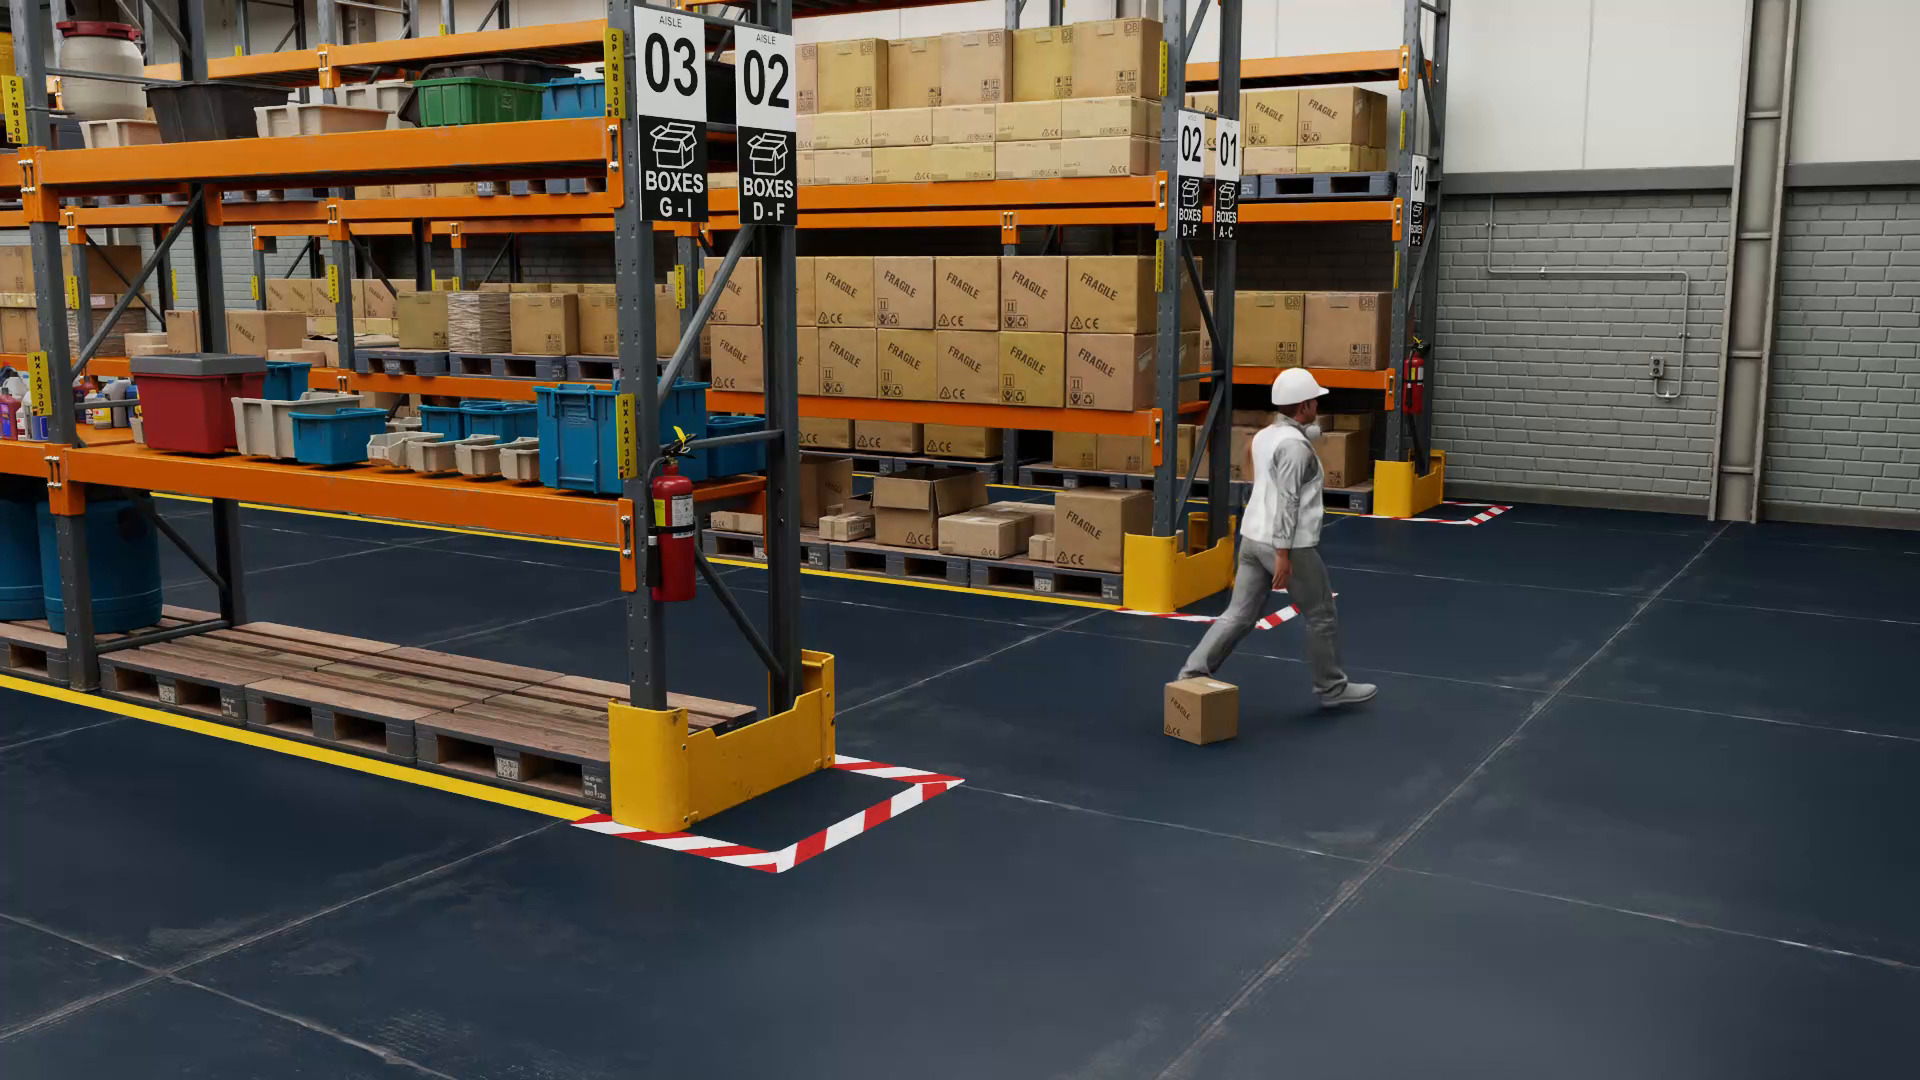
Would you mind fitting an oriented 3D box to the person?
[{"bbox_3d":[1.601,0.001,8.360,1.055,1.727,0.559,-3,10,-17],"label":"person"}]
